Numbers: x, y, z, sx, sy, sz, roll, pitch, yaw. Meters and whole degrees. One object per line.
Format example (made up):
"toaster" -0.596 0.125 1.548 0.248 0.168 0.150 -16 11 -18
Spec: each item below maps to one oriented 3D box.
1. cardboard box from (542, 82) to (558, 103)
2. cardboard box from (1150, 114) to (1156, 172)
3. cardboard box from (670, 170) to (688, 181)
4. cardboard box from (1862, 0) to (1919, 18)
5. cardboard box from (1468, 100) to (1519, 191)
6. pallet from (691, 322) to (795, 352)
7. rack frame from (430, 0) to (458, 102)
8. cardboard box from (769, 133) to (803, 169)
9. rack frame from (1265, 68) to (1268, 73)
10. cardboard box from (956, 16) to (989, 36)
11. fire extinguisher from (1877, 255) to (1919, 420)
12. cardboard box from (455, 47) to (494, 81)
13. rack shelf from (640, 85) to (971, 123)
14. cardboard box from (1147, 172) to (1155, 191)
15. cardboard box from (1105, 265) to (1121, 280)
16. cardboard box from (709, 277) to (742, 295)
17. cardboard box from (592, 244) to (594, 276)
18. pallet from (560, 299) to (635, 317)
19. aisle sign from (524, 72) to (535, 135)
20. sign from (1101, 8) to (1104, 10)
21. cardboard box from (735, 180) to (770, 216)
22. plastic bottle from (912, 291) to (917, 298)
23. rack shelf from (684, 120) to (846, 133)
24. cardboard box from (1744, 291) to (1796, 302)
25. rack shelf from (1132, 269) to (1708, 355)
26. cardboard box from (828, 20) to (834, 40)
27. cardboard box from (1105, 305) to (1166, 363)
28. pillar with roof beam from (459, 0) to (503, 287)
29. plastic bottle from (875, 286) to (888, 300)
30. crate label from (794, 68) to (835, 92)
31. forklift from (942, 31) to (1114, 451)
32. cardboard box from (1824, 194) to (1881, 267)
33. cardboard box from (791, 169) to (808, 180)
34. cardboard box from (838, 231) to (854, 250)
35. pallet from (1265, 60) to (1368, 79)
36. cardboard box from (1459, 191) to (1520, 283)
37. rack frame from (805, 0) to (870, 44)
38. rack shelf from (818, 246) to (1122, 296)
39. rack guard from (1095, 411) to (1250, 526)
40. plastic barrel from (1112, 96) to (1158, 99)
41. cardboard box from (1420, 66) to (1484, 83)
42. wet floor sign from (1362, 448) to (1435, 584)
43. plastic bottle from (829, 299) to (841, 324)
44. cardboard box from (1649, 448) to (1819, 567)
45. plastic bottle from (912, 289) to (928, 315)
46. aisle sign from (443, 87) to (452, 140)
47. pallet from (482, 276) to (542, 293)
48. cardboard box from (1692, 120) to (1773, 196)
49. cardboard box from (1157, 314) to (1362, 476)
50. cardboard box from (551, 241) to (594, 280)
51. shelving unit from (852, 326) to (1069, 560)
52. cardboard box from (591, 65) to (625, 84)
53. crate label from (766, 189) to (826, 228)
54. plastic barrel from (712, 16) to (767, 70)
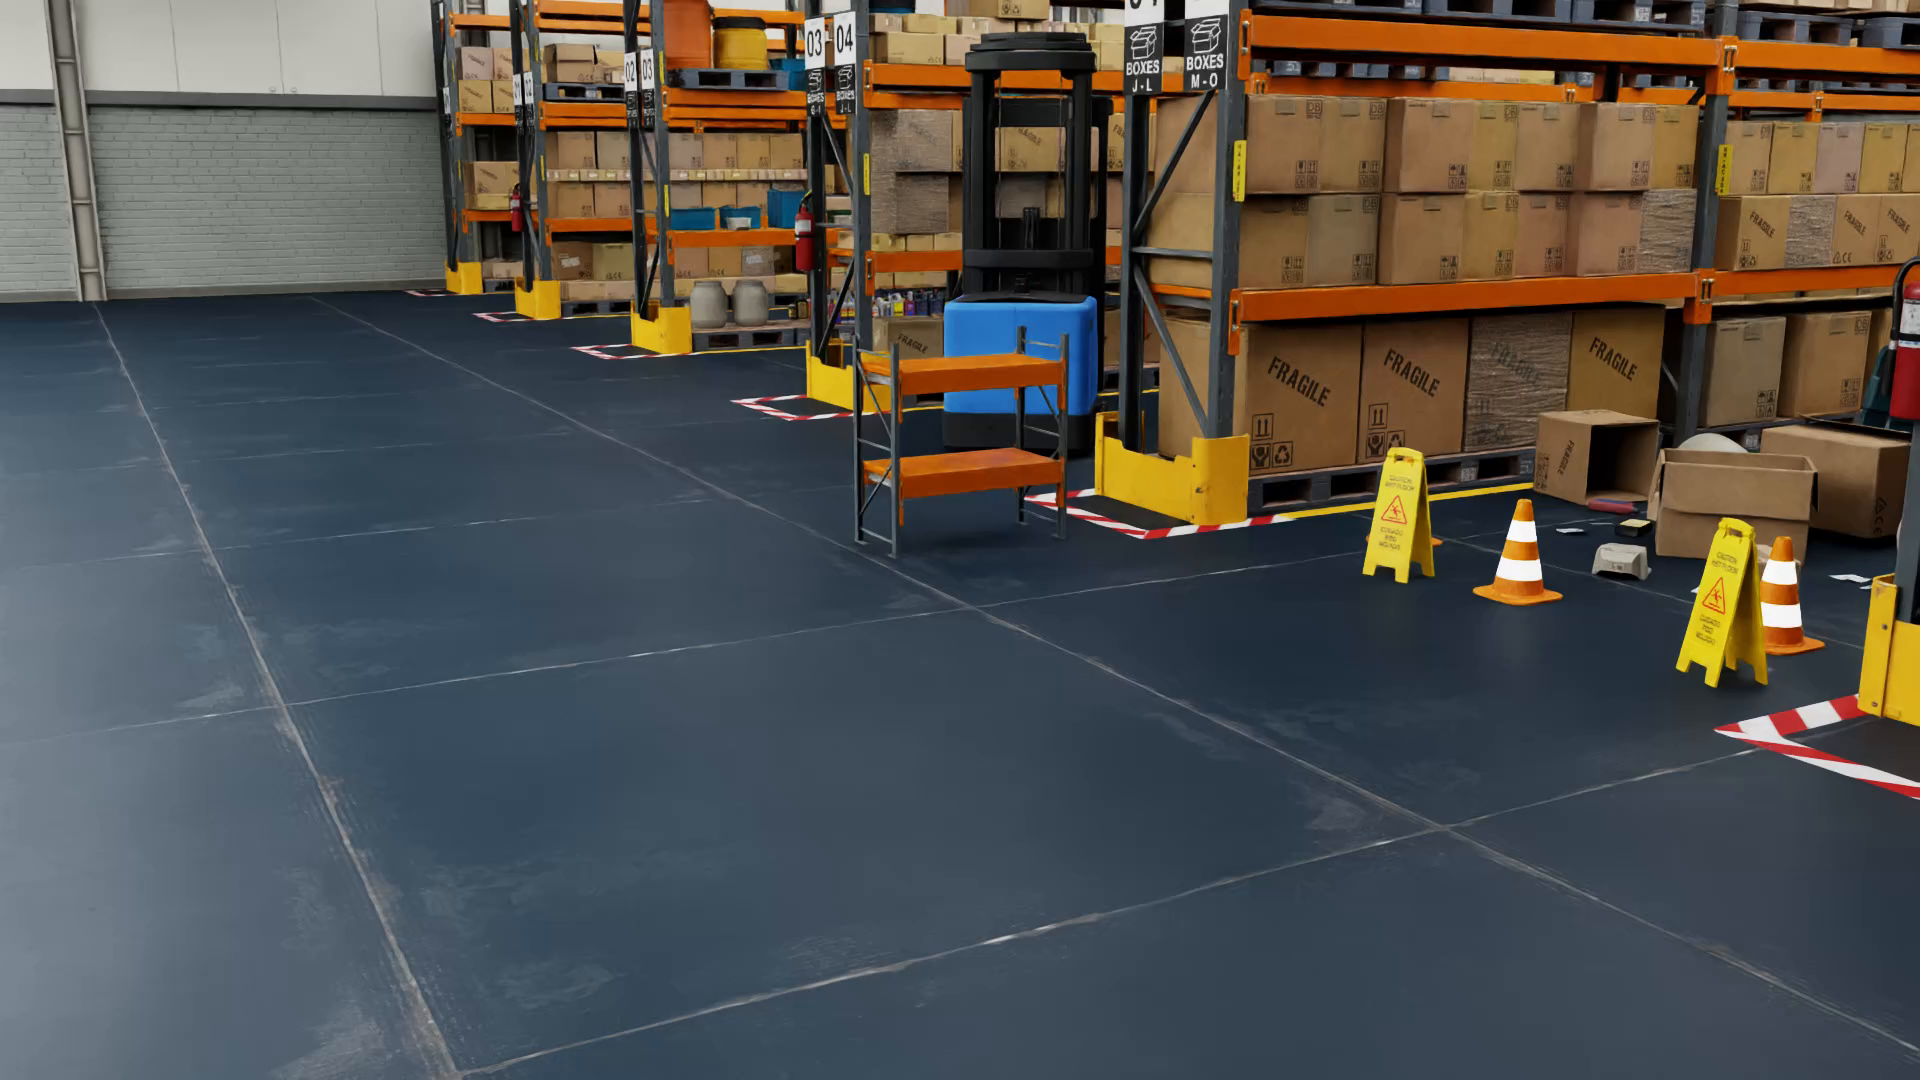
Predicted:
"cardboard box" -6.781 -7.115 26.788 0.500 0.500 0.500 -6 14 -25
"cardboard box" 1.793 -3.587 15.033 0.500 0.500 0.500 -7 14 -28
"cardboard box" -3.962 -5.074 23.117 0.250 0.149 0.380 -7 14 -27
"cardboard box" 6.902 -4.042 11.993 0.500 0.500 0.500 -7 14 -28
"cardboard box" 3.014 -2.492 10.549 0.500 0.550 0.875 -7 14 -28
"pallet" -2.629 -2.333 18.996 1.213 0.211 1.003 -7 14 -28
"rack frame" -8.136 -8.428 26.063 0.127 3.000 1.000 -7 14 -28
"cardboard box" -2.635 -5.602 23.986 0.500 0.500 0.700 -7 14 -28
"rack frame" 3.633 -7.360 21.320 0.127 3.000 1.000 -7 14 -28
"cardboard box" 0.046 -4.281 13.900 0.250 0.149 0.380 -6 14 -26
"fire extinguisher" 3.411 -0.767 5.861 0.183 0.674 0.296 -7 14 -28
"cardboard box" -7.682 -7.505 26.242 0.500 0.500 0.500 -8 15 -32
"rack shelf" -1.634 -4.915 18.923 4.000 0.370 1.077 -7 14 -28
"cardboard box" 1.614 -3.171 15.462 0.500 0.500 0.875 -7 14 -28
"cardboard box" 2.256 -4.433 26.665 0.500 0.500 0.500 -7 15 -30
"cardboard box" -3.426 -3.634 23.732 0.500 0.250 0.500 -7 14 -28
"cardboard box" -6.318 -4.679 27.761 0.500 0.500 0.700 -8 15 -31
"pallet" -5.108 -3.275 23.181 1.213 0.211 1.003 -7 14 -28
"aisle sign" -5.670 -5.749 21.904 0.004 0.787 0.394 -7 14 -28
"sign" 2.667 -10.082 31.103 0.005 0.325 0.100 -7 14 -28
"cardboard box" -3.095 -4.912 23.876 0.500 0.500 0.700 -7 14 -28
"plastic bottle" -0.587 -2.894 20.319 0.133 0.283 0.061 -7 14 -28
"rack shelf" -2.870 -7.245 29.277 4.000 0.370 1.077 -7 14 -28
"cardboard box" 8.965 -2.997 19.478 0.875 0.875 1.225 -7 14 -28
"rack shelf" 3.027 -1.531 10.717 4.000 0.370 1.077 -7 14 -28
"cardboard box" -0.922 -4.312 14.038 0.250 0.149 0.380 -7 14 -28
"cardboard box" 1.625 -1.948 15.668 0.500 0.500 0.500 -2 13 -10
"pillar with roof beam" -5.874 -7.839 23.445 0.400 9.000 9.100 -7 14 -28
"plastic bottle" -0.951 -2.910 20.241 0.185 0.351 0.144 -8 15 -30
"crate label" -1.588 -5.116 18.518 0.408 0.251 0.502 -7 14 -28
"forklift" 0.596 -2.334 12.806 1.130 2.935 3.031 2 13 8
"cardboard box" 6.256 -2.249 12.045 0.500 0.500 0.500 -7 14 -28
"cardboard box" -2.384 -5.263 23.959 0.250 0.149 0.380 -7 14 -28
"cardboard box" -0.865 -2.585 14.335 0.250 0.149 0.380 -7 14 -28
"pallet" 3.088 -4.475 15.756 1.003 0.211 1.213 -7 14 -28
"cardboard box" 3.045 -1.953 10.612 0.500 0.550 0.875 -7 14 -28
"rack frame" -1.016 -5.564 13.339 0.127 3.000 1.000 -7 14 -28
"rack shelf" 0.739 -2.497 15.011 4.000 0.370 1.077 -7 14 -28
"rack guard" 1.251 -0.449 9.966 0.348 0.500 1.175 -7 14 -28
"plastic barrel" 2.234 -5.993 21.098 0.708 0.830 0.600 -7 14 -28
"cardboard box" 4.835 -4.665 16.516 0.500 0.250 0.500 -6 14 -26
"wet floor sign" 2.195 -0.138 8.252 0.232 0.644 0.267 -10 16 -38
"plastic bottle" -1.441 -2.632 19.159 0.133 0.283 0.061 -7 14 -27
"cardboard box" 4.061 -0.183 8.774 0.797 0.503 0.637 5 14 21
"plastic bottle" -0.474 -2.792 19.713 0.185 0.351 0.144 -8 15 -31
"aisle sign" -8.056 -6.704 26.146 0.004 0.787 0.394 -7 14 -28
"pallet" -7.340 -4.228 27.413 1.213 0.211 1.003 -7 14 -28
"cardboard box" 5.216 -2.682 11.689 0.500 0.500 0.700 -7 15 -29
"cardboard box" 1.835 -0.923 10.263 0.875 0.875 0.875 -7 14 -28
"cardboard box" -5.431 -3.890 23.161 0.500 0.500 0.500 -7 14 -28
"shelving unit" 0.006 -0.549 8.989 1.048 1.125 0.538 -7 14 -28
"cardboard box" -4.875 -6.382 22.872 0.500 0.250 0.500 -7 14 -28
"crate label" -1.903 -3.855 19.327 0.616 0.435 0.502 -7 14 -28
"plastic barrel" -2.450 -5.497 18.484 0.600 0.588 0.600 0 13 0
